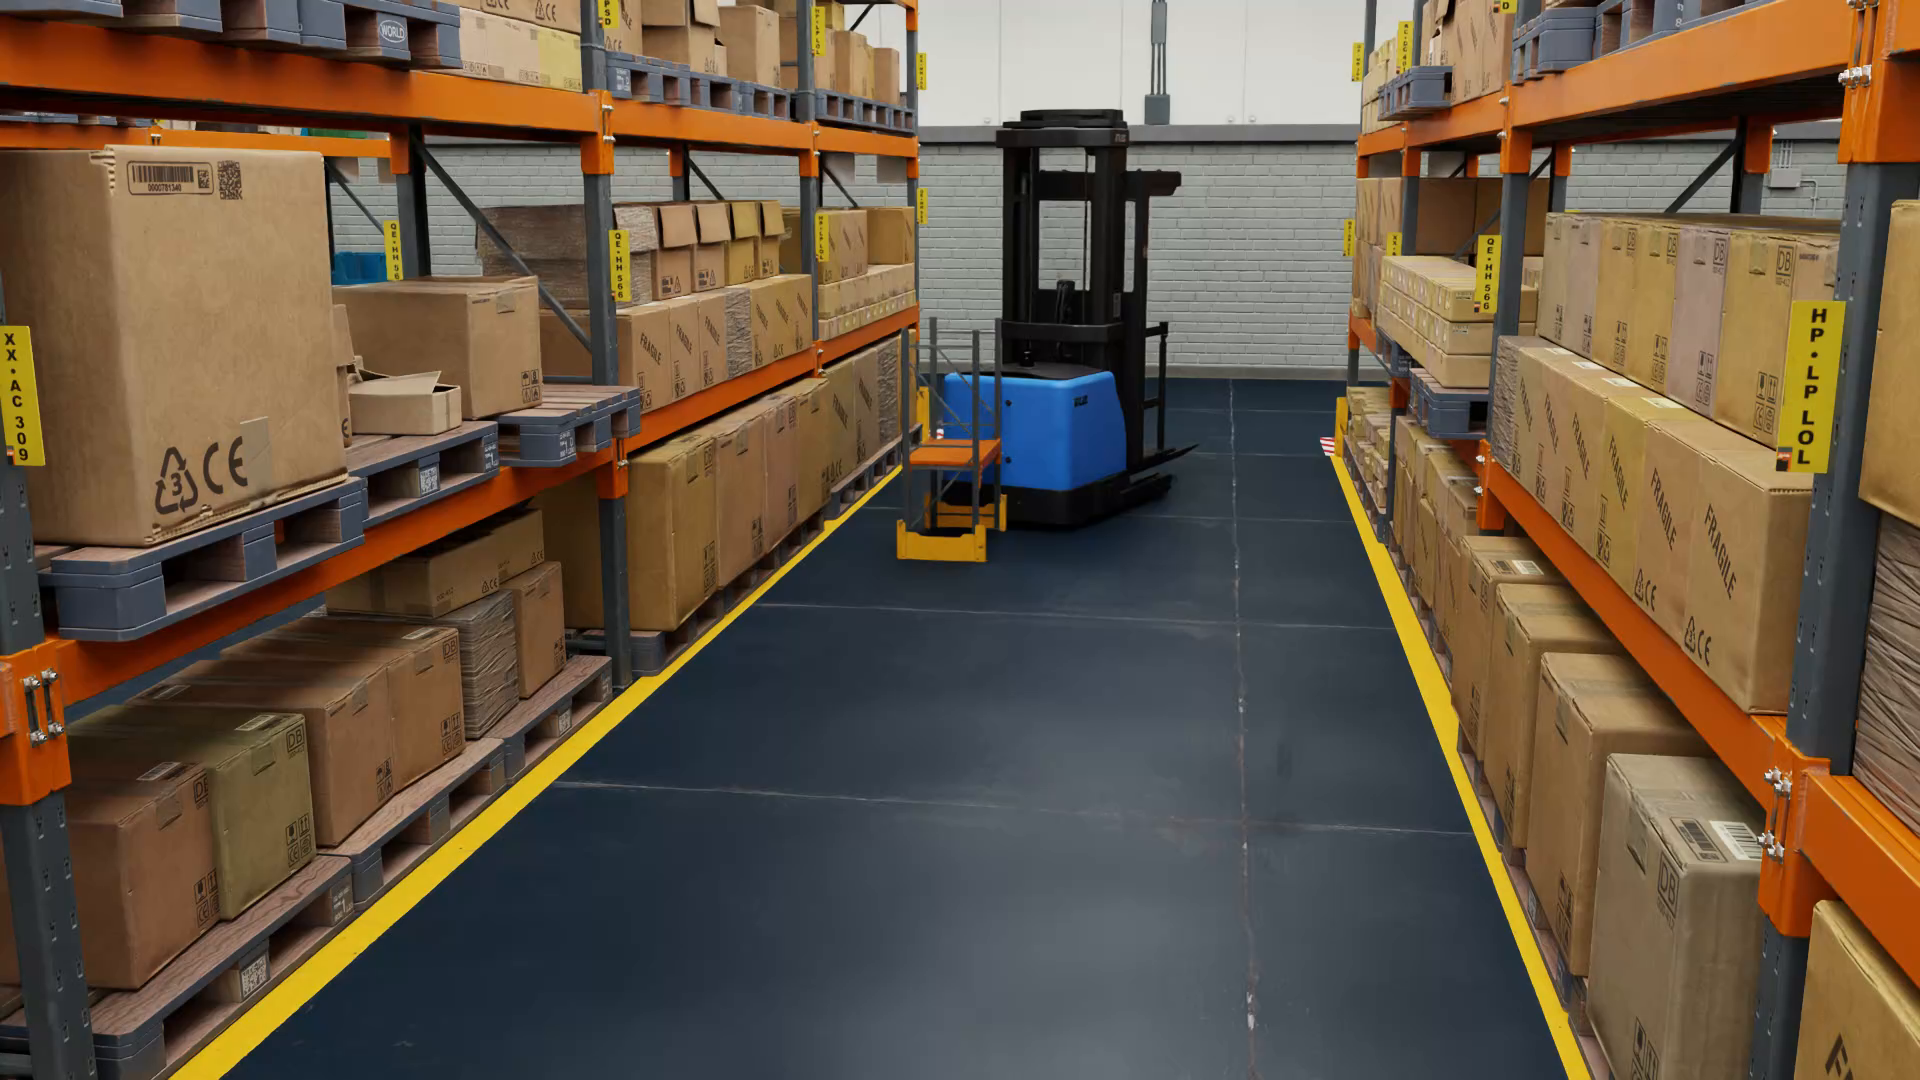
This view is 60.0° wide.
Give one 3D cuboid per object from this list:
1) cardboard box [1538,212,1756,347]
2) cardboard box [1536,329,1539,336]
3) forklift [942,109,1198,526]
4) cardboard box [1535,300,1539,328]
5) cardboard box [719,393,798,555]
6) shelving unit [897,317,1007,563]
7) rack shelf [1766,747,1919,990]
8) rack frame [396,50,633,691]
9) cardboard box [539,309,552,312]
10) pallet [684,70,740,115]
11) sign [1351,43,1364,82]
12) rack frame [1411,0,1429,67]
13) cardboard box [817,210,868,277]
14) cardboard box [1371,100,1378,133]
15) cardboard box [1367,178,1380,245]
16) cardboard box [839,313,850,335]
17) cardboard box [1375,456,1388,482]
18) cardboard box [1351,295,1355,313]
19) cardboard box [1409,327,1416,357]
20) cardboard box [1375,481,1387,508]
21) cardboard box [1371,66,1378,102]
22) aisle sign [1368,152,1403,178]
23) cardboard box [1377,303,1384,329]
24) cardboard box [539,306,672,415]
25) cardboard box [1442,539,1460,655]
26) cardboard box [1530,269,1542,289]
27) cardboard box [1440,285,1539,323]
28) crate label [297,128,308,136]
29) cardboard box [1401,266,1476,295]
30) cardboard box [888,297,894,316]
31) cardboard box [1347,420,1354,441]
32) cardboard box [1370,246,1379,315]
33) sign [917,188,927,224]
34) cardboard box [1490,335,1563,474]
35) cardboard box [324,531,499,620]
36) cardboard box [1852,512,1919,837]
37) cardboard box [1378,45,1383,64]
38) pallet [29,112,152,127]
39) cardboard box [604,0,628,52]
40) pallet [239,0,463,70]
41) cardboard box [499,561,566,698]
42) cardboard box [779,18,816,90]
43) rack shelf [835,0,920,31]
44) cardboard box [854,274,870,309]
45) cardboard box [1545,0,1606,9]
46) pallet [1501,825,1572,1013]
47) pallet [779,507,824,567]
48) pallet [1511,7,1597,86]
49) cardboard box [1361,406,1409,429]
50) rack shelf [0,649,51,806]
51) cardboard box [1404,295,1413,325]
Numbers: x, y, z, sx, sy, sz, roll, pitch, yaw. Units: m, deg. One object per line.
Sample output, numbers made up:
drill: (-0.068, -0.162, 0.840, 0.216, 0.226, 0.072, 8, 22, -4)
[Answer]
cardboard box: (2.689, -1.023, 6.510, 0.700, 0.500, 0.500, 2, 12, 8)
cardboard box: (3.238, -1.024, 8.723, 0.380, 0.149, 0.250, 2, 12, 9)
forklift: (1.018, -1.795, 12.864, 1.130, 2.935, 3.031, 7, 14, 28)
cardboard box: (3.275, -1.225, 8.951, 0.380, 0.149, 0.250, 2, 12, 11)
cardboard box: (-1.717, -0.440, 10.460, 1.225, 0.875, 0.875, 1, 12, 7)
shelving unit: (-0.041, -0.708, 11.218, 0.587, 1.500, 1.083, 2, 12, 9)
rack shelf: (1.845, 1.022, 1.338, 1.077, 0.370, 4.000, 2, 12, 9)
rack frame: (-2.117, -0.760, 7.901, 1.000, 3.000, 0.127, 2, 12, 9)
cardboard box: (-2.286, -0.920, 8.405, 0.500, 0.500, 0.500, 2, 12, 10)
pallet: (-1.902, -2.503, 9.316, 1.003, 0.211, 1.213, 2, 12, 11)
sign: (3.462, -4.155, 14.459, 0.100, 0.325, 0.005, 2, 12, 9)
rack frame: (3.383, -4.344, 10.290, 1.000, 3.000, 0.127, 2, 12, 9)
cardboard box: (-1.017, -2.334, 13.072, 0.500, 0.500, 0.500, 1, 12, 7)
cardboard box: (3.525, -3.335, 13.082, 0.500, 0.250, 0.500, 1, 12, 7)
cardboard box: (3.419, -2.523, 12.764, 0.500, 0.500, 0.500, 1, 12, 7)
cardboard box: (-1.048, -1.631, 12.535, 0.380, 0.149, 0.250, 2, 12, 11)
cardboard box: (3.147, -0.501, 11.762, 0.380, 0.149, 0.250, 1, 12, 6)
cardboard box: (3.625, -2.064, 14.548, 0.380, 0.149, 0.250, 2, 12, 8)
cardboard box: (2.592, -1.045, 8.824, 0.380, 0.149, 0.250, 2, 12, 10)
cardboard box: (3.107, -0.316, 11.608, 0.380, 0.149, 0.250, 2, 12, 9)
cardboard box: (3.505, -3.585, 13.057, 0.500, 0.250, 0.500, 2, 12, 9)
aisle sign: (3.713, -3.540, 14.627, 0.394, 0.787, 0.004, 2, 12, 9)
cardboard box: (2.868, -1.427, 10.592, 0.380, 0.149, 0.250, 1, 12, 6)
cardboard box: (-1.774, -0.902, 8.319, 0.500, 0.500, 0.500, 2, 12, 10)
cardboard box: (2.611, 0.293, 7.952, 0.500, 0.500, 0.500, 2, 12, 8)
cardboard box: (3.273, -1.367, 8.905, 0.380, 0.149, 0.250, 2, 12, 8)
cardboard box: (2.390, -1.069, 7.520, 0.380, 0.149, 0.250, 1, 12, 6)
crate label: (-6.242, -3.798, 15.230, 0.408, 0.251, 0.502, 2, 12, 9)
cardboard box: (2.670, -1.448, 9.281, 0.380, 0.149, 0.250, 2, 12, 11)
cardboard box: (-0.772, -2.005, 14.275, 0.380, 0.149, 0.250, 2, 12, 7)
cardboard box: (3.601, -0.957, 14.583, 0.380, 0.149, 0.250, 2, 12, 10)
cardboard box: (3.337, -1.927, 12.371, 0.500, 0.500, 0.500, 2, 12, 8)
sign: (-0.353, -3.087, 15.387, 0.100, 0.325, 0.005, 2, 12, 9)
cardboard box: (2.432, -0.543, 6.654, 0.500, 0.500, 0.500, 2, 12, 9)
cardboard box: (-2.262, 0.131, 6.874, 0.500, 0.250, 0.500, 3, 13, 15)
cardboard box: (2.108, 0.258, 2.820, 0.875, 0.550, 0.550, 2, 12, 9)
cardboard box: (3.445, -3.750, 12.877, 0.380, 0.149, 0.250, 2, 12, 10)
pallet: (-6.420, -2.961, 11.442, 1.213, 0.211, 1.003, 2, 12, 9)
cardboard box: (-2.095, -2.612, 8.130, 0.797, 0.503, 0.637, 3, 12, 12)
pallet: (-2.376, -1.643, 5.324, 1.213, 0.211, 1.003, 2, 12, 9)
cardboard box: (-2.201, 0.387, 7.468, 0.700, 0.500, 0.500, 1, 12, 6)
cardboard box: (-1.441, -3.527, 12.149, 0.700, 0.500, 0.500, 1, 12, 5)
rack shelf: (-1.195, -4.395, 13.183, 1.077, 0.370, 4.000, 2, 12, 9)
cardboard box: (-1.016, -1.966, 13.145, 0.500, 0.250, 0.500, 2, 12, 10)
cardboard box: (2.439, -2.112, 6.030, 0.500, 0.311, 0.500, 2, 12, 9)
pallet: (2.382, 1.199, 5.426, 1.003, 0.211, 1.213, 2, 12, 9)
pallet: (-1.546, -0.067, 11.302, 1.003, 0.211, 1.213, 2, 12, 9)
pallet: (2.721, -1.817, 6.132, 1.213, 0.211, 1.003, 2, 12, 11)
cardboard box: (3.399, -0.974, 13.250, 0.380, 0.149, 0.250, 2, 12, 10)
rack shelf: (-3.040, 0.840, 2.181, 1.077, 0.370, 4.000, 2, 12, 9)
cardboard box: (2.630, -1.246, 9.050, 0.380, 0.149, 0.250, 2, 12, 8)
